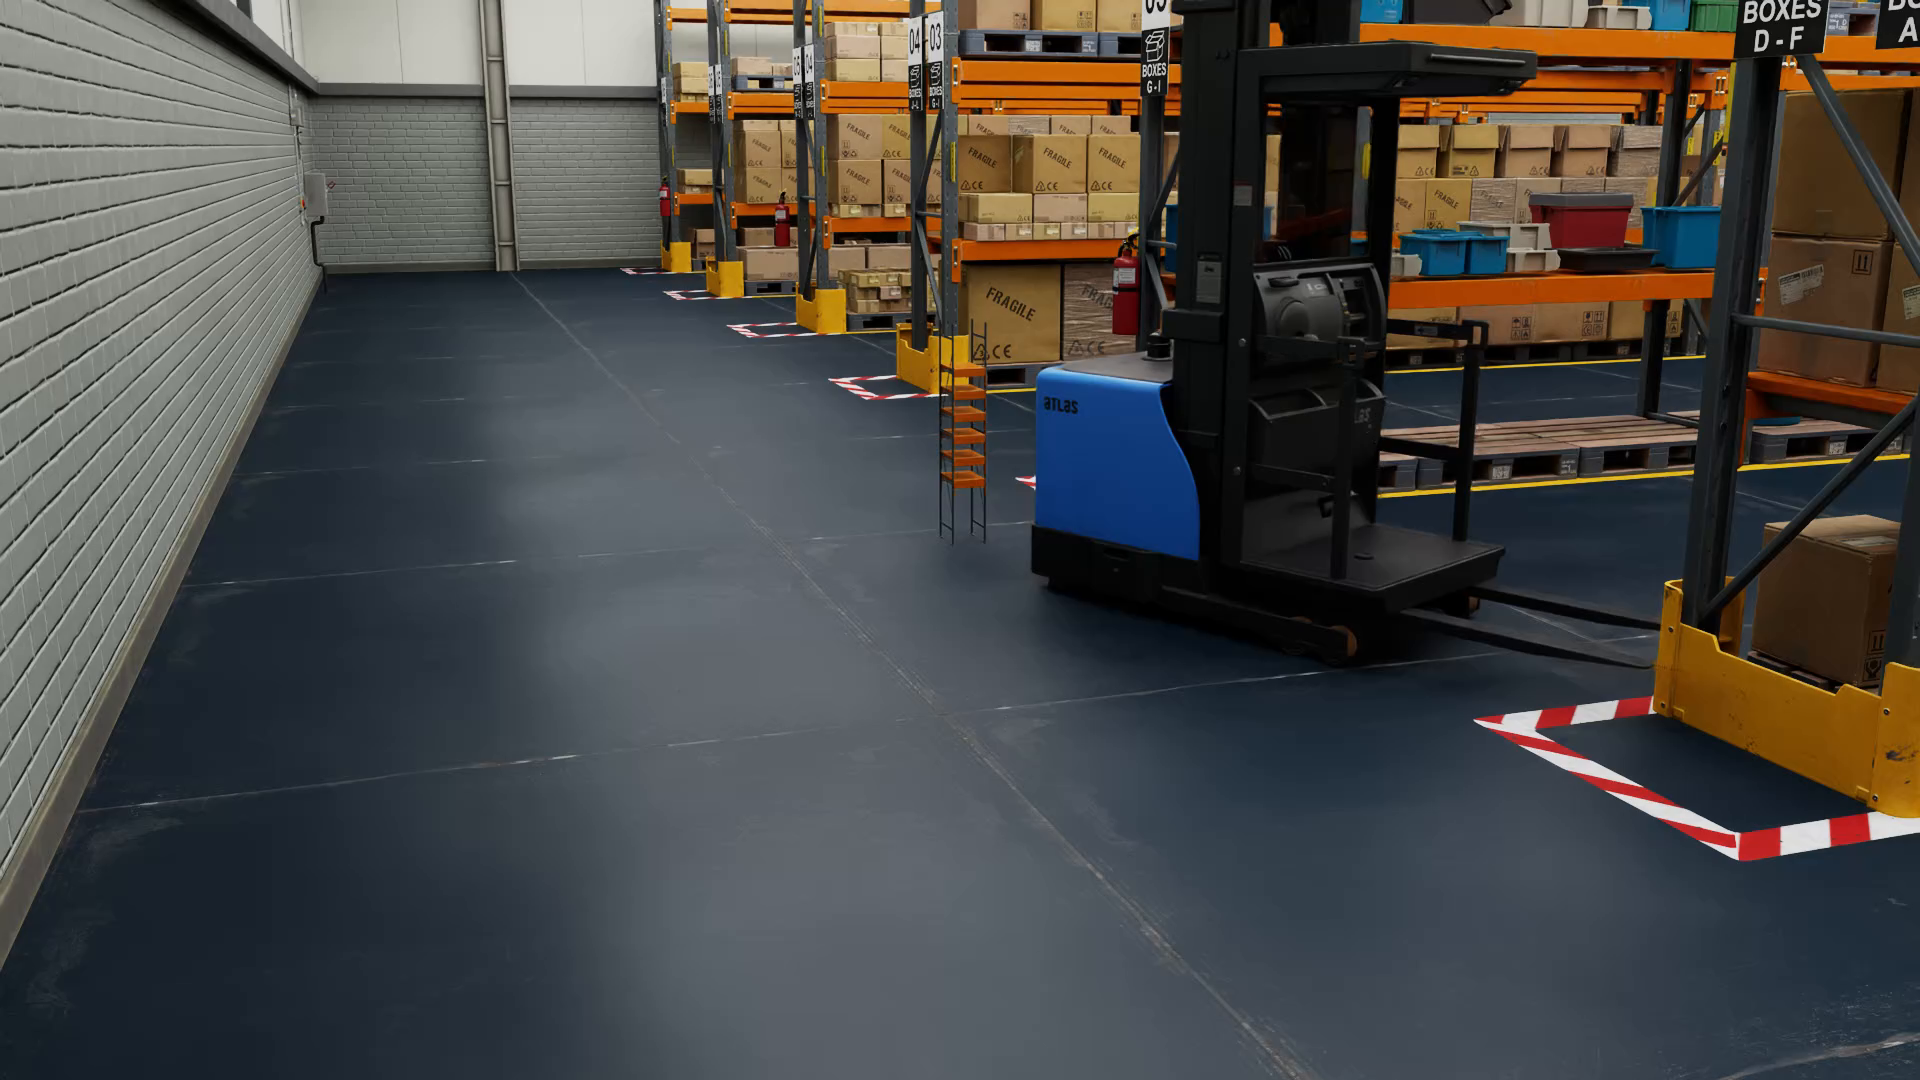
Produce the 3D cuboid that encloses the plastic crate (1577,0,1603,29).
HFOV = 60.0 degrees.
[{"bbox_3d":[3.873,-3.438,10.914,0.590,0.269,0.497,-4,14,-18],"label":"plastic crate"}]

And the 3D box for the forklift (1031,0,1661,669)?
[{"bbox_3d":[1.739,-1.038,7.174,1.130,2.935,3.031,-13,18,-43],"label":"forklift"}]

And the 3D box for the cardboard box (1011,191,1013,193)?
[{"bbox_3d":[0.623,-3.068,15.239,0.500,0.250,0.500,-5,14,-19],"label":"cardboard box"}]

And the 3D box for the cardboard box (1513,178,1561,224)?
[{"bbox_3d":[5.513,-3.301,16.323,0.500,0.500,0.500,-4,14,-17],"label":"cardboard box"}]

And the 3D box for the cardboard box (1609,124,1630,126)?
[{"bbox_3d":[10.874,-6.778,28.134,0.500,0.500,0.700,-4,14,-18],"label":"cardboard box"}]

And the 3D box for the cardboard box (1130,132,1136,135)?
[{"bbox_3d":[2.344,-5.957,25.330,0.500,0.500,0.500,-5,14,-19],"label":"cardboard box"}]

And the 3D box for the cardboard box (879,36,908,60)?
[{"bbox_3d":[-0.725,-5.604,18.981,0.500,0.250,0.500,-5,14,-19],"label":"cardboard box"}]

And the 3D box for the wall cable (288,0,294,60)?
[{"bbox_3d":[-9.785,-8.272,24.393,0.133,3.039,2.988,-4,14,-18],"label":"wall cable"}]

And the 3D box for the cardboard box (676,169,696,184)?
[{"bbox_3d":[-4.629,-6.290,28.788,0.500,0.250,0.500,-4,14,-16],"label":"cardboard box"}]

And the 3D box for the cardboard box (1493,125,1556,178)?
[{"bbox_3d":[5.399,-3.843,16.433,0.637,0.503,0.797,-4,14,-16],"label":"cardboard box"}]

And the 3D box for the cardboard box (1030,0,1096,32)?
[{"bbox_3d":[0.815,-4.691,14.559,0.500,0.500,0.700,-5,14,-20],"label":"cardboard box"}]

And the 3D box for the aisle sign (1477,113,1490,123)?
[{"bbox_3d":[10.340,-8.513,32.830,0.004,0.787,0.394,-4,14,-18],"label":"aisle sign"}]

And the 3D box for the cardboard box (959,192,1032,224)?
[{"bbox_3d":[0.308,-2.913,14.587,0.500,0.250,0.500,-5,14,-20],"label":"cardboard box"}]

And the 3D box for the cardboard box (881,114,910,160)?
[{"bbox_3d":[-0.732,-4.653,19.204,0.500,0.500,0.500,-4,14,-16],"label":"cardboard box"}]

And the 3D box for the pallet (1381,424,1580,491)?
[{"bbox_3d":[3.295,-0.563,11.055,1.213,0.211,1.003,-4,14,-18],"label":"pallet"}]

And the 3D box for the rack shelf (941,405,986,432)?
[{"bbox_3d":[0.014,-0.658,8.991,0.180,0.103,0.258,-4,14,-18],"label":"rack shelf"}]

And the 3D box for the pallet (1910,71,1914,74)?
[{"bbox_3d":[10.522,-5.096,18.009,1.003,0.211,1.213,-4,14,-18],"label":"pallet"}]

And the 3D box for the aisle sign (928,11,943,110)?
[{"bbox_3d":[-0.205,-4.058,14.104,0.004,0.787,0.394,-4,14,-18],"label":"aisle sign"}]

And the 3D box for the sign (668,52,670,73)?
[{"bbox_3d":[-4.807,-7.892,27.469,0.005,0.325,0.100,-4,14,-18],"label":"sign"}]

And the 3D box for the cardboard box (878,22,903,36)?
[{"bbox_3d":[-0.811,-5.776,18.845,0.250,0.149,0.380,-4,14,-18],"label":"cardboard box"}]

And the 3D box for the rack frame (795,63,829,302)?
[{"bbox_3d":[-1.719,-3.960,19.309,0.127,3.000,1.000,-4,14,-18],"label":"rack frame"}]

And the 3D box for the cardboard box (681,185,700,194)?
[{"bbox_3d":[-4.581,-5.968,28.295,0.250,0.149,0.380,-5,14,-18],"label":"cardboard box"}]

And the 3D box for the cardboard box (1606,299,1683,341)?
[{"bbox_3d":[6.689,-2.579,17.189,0.875,0.875,1.225,-5,14,-21],"label":"cardboard box"}]

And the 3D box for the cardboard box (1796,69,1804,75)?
[{"bbox_3d":[8.363,-4.858,16.927,0.500,0.250,0.500,-4,14,-17],"label":"cardboard box"}]

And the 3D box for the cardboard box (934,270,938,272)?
[{"bbox_3d":[-0.137,-3.123,19.758,0.250,0.149,0.380,-4,14,-16],"label":"cardboard box"}]

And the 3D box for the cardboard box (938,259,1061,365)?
[{"bbox_3d":[0.348,-2.100,15.174,0.875,0.875,0.875,-4,14,-18],"label":"cardboard box"}]

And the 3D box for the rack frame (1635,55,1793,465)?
[{"bbox_3d":[5.138,-2.074,11.378,0.127,3.000,1.000,-4,14,-18],"label":"rack frame"}]

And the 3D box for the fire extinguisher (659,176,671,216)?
[{"bbox_3d":[-4.972,-5.795,27.997,0.183,0.674,0.296,-4,14,-18],"label":"fire extinguisher"}]

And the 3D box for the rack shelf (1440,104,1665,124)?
[{"bbox_3d":[9.876,-7.181,27.922,4.000,0.370,1.077,-4,14,-18],"label":"rack shelf"}]

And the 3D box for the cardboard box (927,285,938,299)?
[{"bbox_3d":[-0.381,-2.945,19.652,0.250,0.149,0.380,-4,14,-16],"label":"cardboard box"}]

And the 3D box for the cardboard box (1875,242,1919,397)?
[{"bbox_3d":[3.428,-0.715,5.452,0.500,0.500,0.500,-4,14,-17],"label":"cardboard box"}]

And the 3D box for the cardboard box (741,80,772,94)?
[{"bbox_3d":[-3.508,-7.707,28.263,0.500,0.250,0.500,-5,14,-20],"label":"cardboard box"}]

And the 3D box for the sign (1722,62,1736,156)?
[{"bbox_3d":[2.765,-1.532,5.916,0.005,0.325,0.100,-4,14,-18],"label":"sign"}]

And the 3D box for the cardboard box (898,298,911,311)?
[{"bbox_3d":[-0.665,-2.803,19.698,0.250,0.149,0.380,-4,14,-17],"label":"cardboard box"}]

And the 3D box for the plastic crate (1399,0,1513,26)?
[{"bbox_3d":[2.883,-3.260,10.018,0.767,0.338,0.504,-4,14,-18],"label":"plastic crate"}]

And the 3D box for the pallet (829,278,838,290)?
[{"bbox_3d":[-1.506,-3.847,24.859,1.213,0.211,1.003,-4,14,-18],"label":"pallet"}]

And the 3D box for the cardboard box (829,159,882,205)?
[{"bbox_3d":[-1.205,-4.126,19.147,0.500,0.500,0.500,-4,14,-15],"label":"cardboard box"}]

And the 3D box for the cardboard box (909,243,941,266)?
[{"bbox_3d":[-0.232,-4.268,25.235,0.875,0.438,0.875,-5,14,-19],"label":"cardboard box"}]

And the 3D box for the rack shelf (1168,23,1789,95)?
[{"bbox_3d":[3.243,-3.035,10.494,4.000,0.370,1.077,-4,14,-18],"label":"rack shelf"}]

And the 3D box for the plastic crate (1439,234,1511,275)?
[{"bbox_3d":[3.218,-1.791,10.424,0.300,0.233,0.416,-4,14,-18],"label":"plastic crate"}]

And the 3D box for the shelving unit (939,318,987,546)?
[{"bbox_3d":[0.014,-0.585,9.008,0.189,1.200,0.258,-4,14,-18],"label":"shelving unit"}]

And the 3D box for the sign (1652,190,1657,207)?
[{"bbox_3d":[4.964,-2.329,11.854,0.005,0.325,0.100,-4,14,-18],"label":"sign"}]

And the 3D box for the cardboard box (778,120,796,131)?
[{"bbox_3d":[-2.460,-5.883,23.616,0.250,0.149,0.380,-4,14,-16],"label":"cardboard box"}]

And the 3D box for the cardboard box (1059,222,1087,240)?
[{"bbox_3d":[0.941,-2.754,14.782,0.250,0.149,0.380,-5,14,-19],"label":"cardboard box"}]

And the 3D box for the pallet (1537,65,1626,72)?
[{"bbox_3d":[5.697,-4.680,16.263,1.213,0.211,1.003,-4,14,-15],"label":"pallet"}]

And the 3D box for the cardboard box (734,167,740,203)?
[{"bbox_3d":[-3.021,-5.180,24.224,0.500,0.500,0.500,-4,14,-18],"label":"cardboard box"}]

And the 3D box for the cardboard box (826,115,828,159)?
[{"bbox_3d":[-1.364,-4.728,19.518,0.500,0.500,0.500,-5,14,-19],"label":"cardboard box"}]

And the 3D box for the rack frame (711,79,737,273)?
[{"bbox_3d":[-3.393,-5.038,23.842,0.127,3.000,1.000,-4,14,-18],"label":"rack frame"}]

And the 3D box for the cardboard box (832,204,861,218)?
[{"bbox_3d":[-1.307,-3.790,19.136,0.250,0.149,0.380,-5,14,-19],"label":"cardboard box"}]

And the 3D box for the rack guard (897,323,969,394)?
[{"bbox_3d":[-0.255,-1.647,14.986,0.348,0.500,1.175,-4,14,-18],"label":"rack guard"}]

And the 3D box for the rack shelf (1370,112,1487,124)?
[{"bbox_3d":[8.289,-8.269,32.497,4.000,0.370,1.077,-4,14,-18],"label":"rack shelf"}]

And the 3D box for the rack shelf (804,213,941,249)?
[{"bbox_3d":[0.177,-3.758,20.013,4.000,0.370,1.077,-4,14,-18],"label":"rack shelf"}]

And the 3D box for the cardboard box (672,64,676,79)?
[{"bbox_3d":[-4.648,-7.995,28.390,0.500,0.250,0.500,-5,14,-20],"label":"cardboard box"}]
